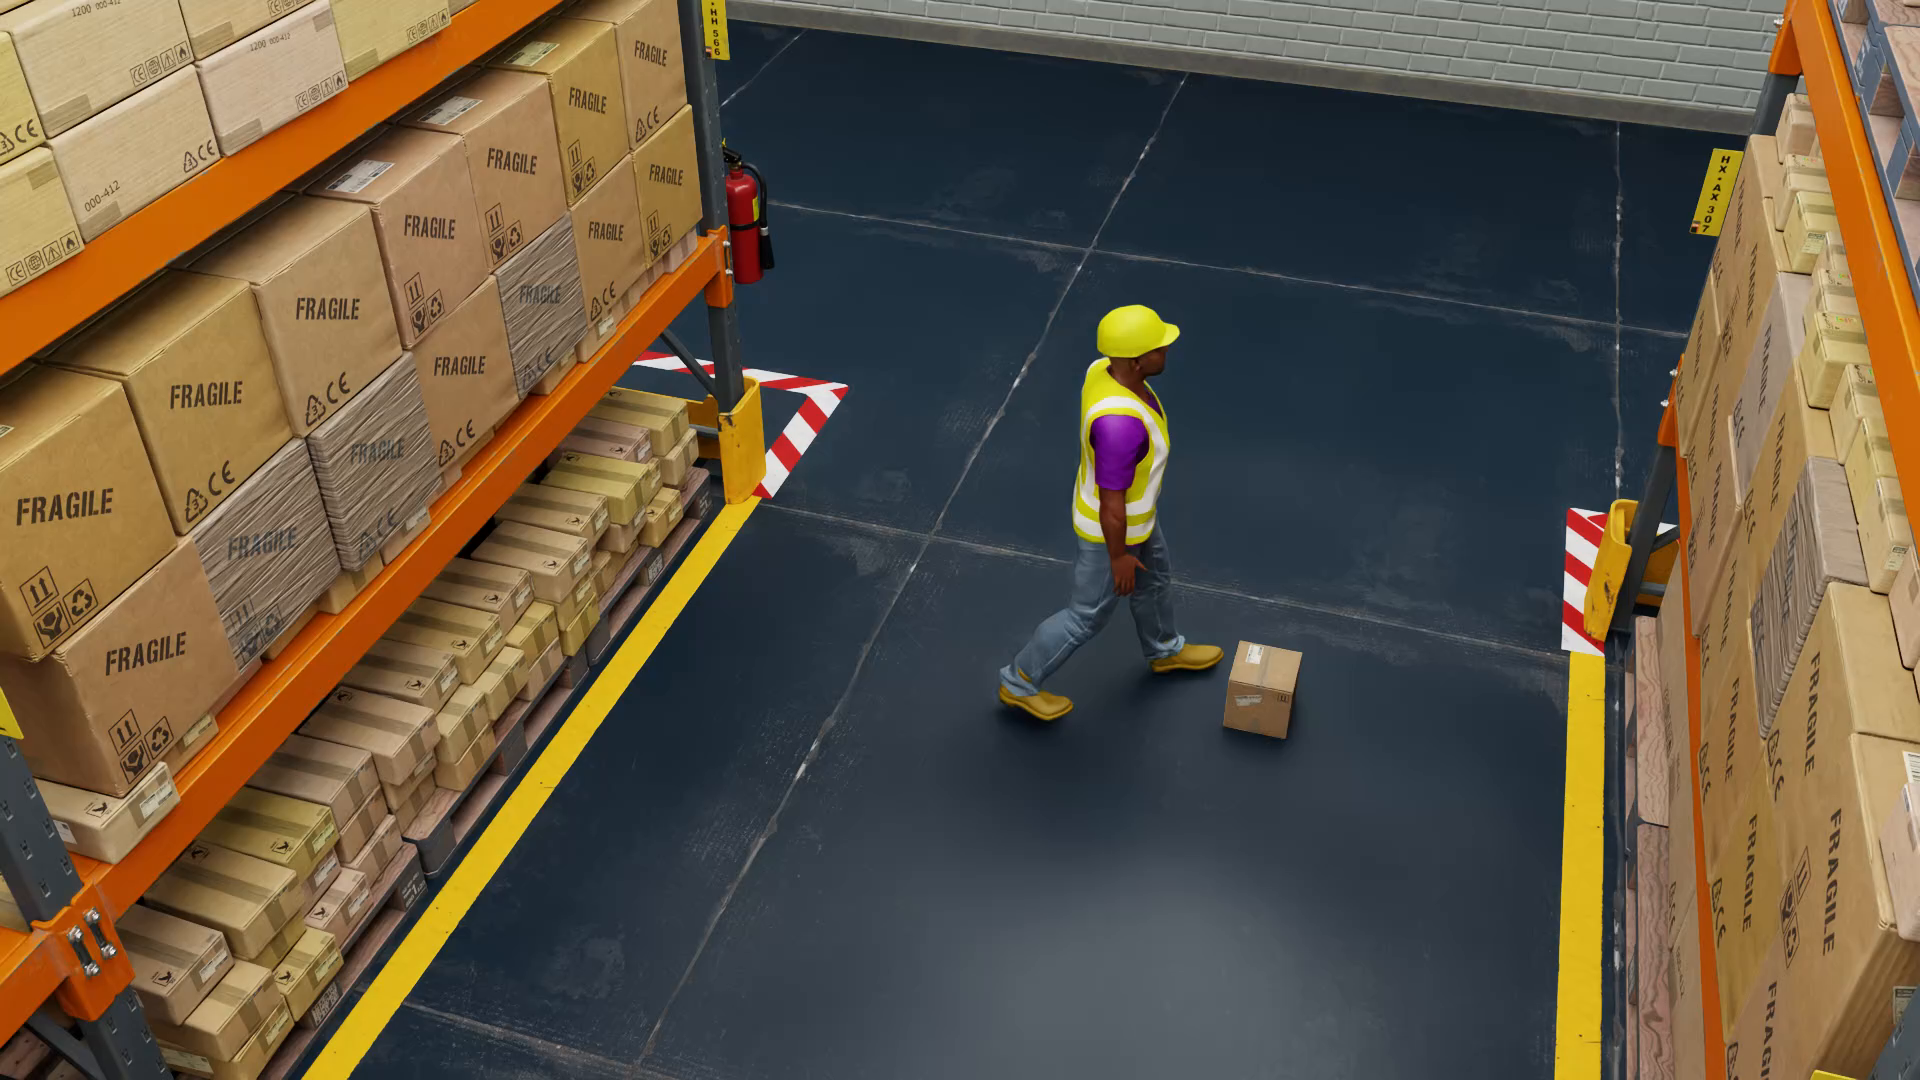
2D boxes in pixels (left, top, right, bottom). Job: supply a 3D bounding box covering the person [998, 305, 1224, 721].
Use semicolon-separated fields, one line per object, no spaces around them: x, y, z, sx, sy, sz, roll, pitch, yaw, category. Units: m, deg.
0.618;-0.093;6.255;0.912;1.740;0.603;3;37;4;person
